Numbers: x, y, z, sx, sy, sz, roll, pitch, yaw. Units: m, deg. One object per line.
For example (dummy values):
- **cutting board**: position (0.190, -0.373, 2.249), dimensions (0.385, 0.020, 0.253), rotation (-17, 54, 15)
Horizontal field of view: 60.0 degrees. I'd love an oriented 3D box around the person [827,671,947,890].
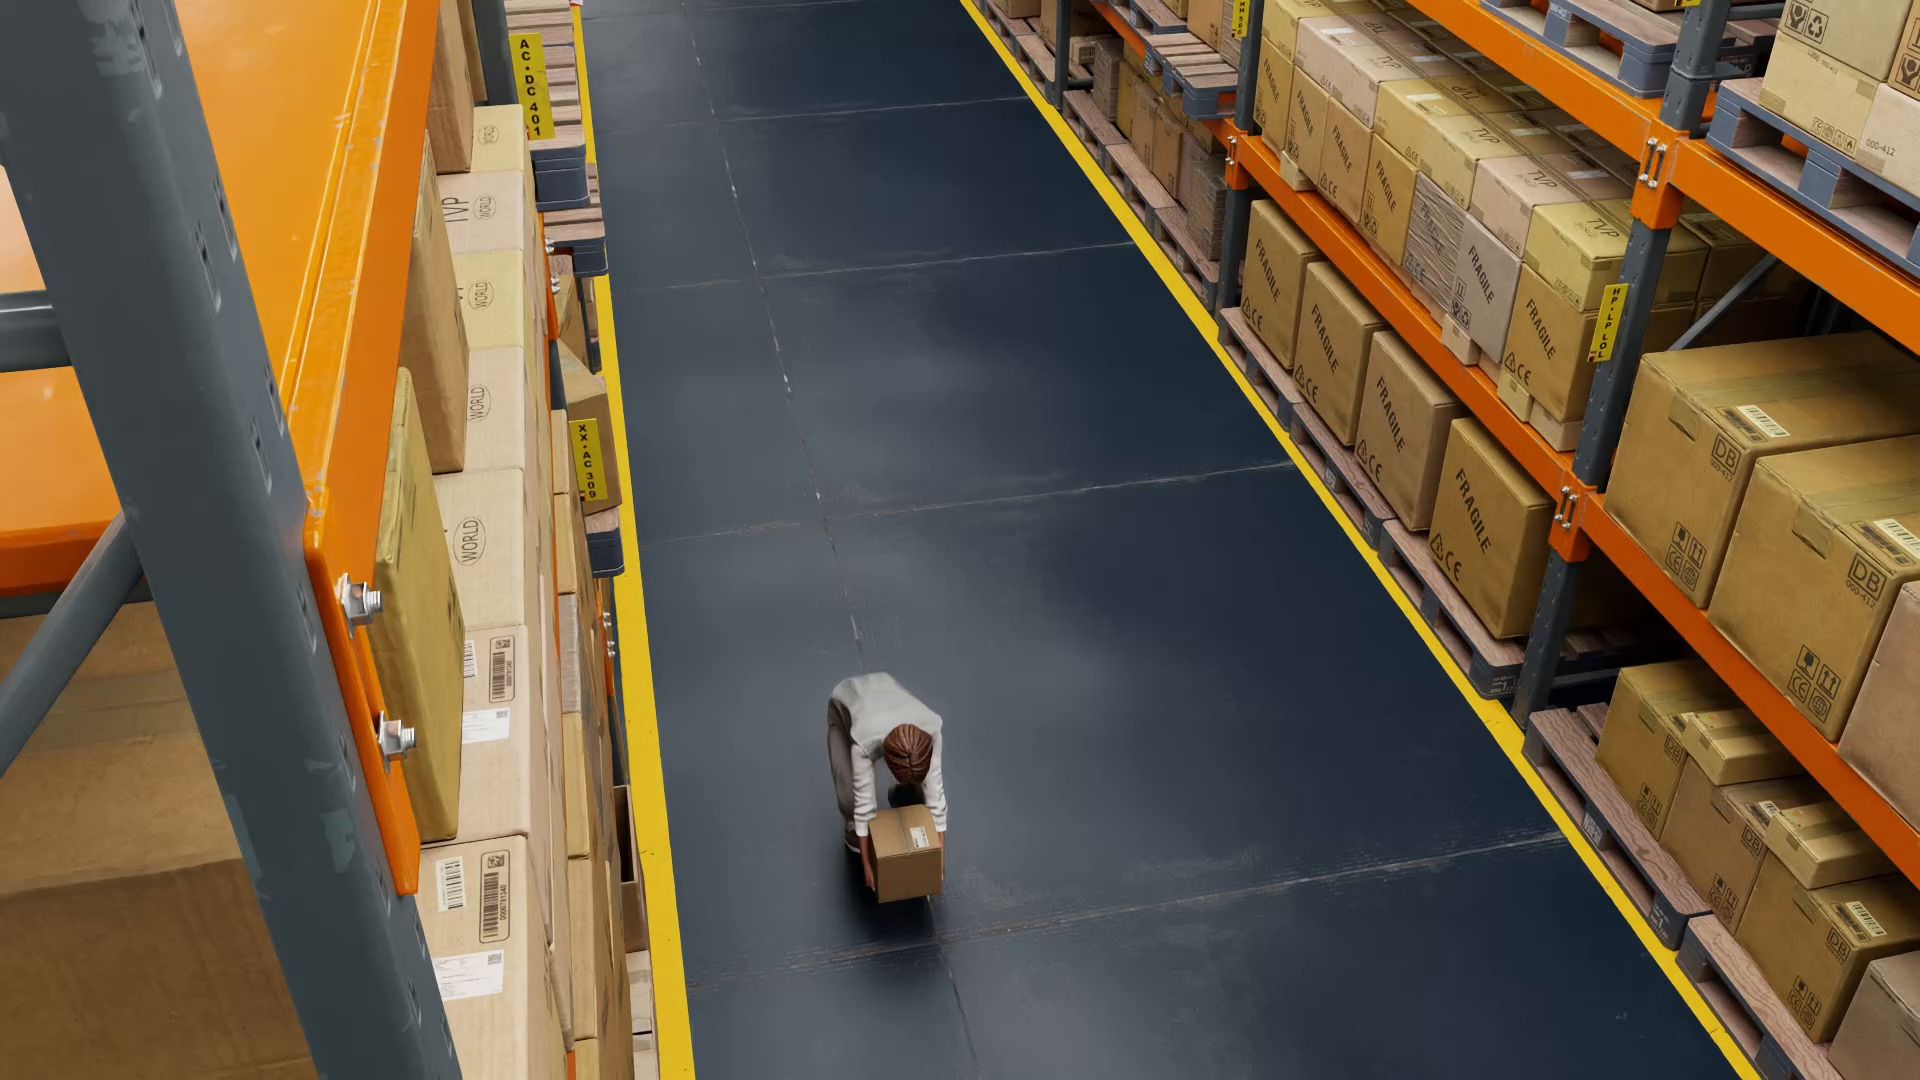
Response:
- **person**: position (-0.295, 0.927, 6.649), dimensions (0.419, 0.892, 0.847), rotation (-8, 36, -12)
